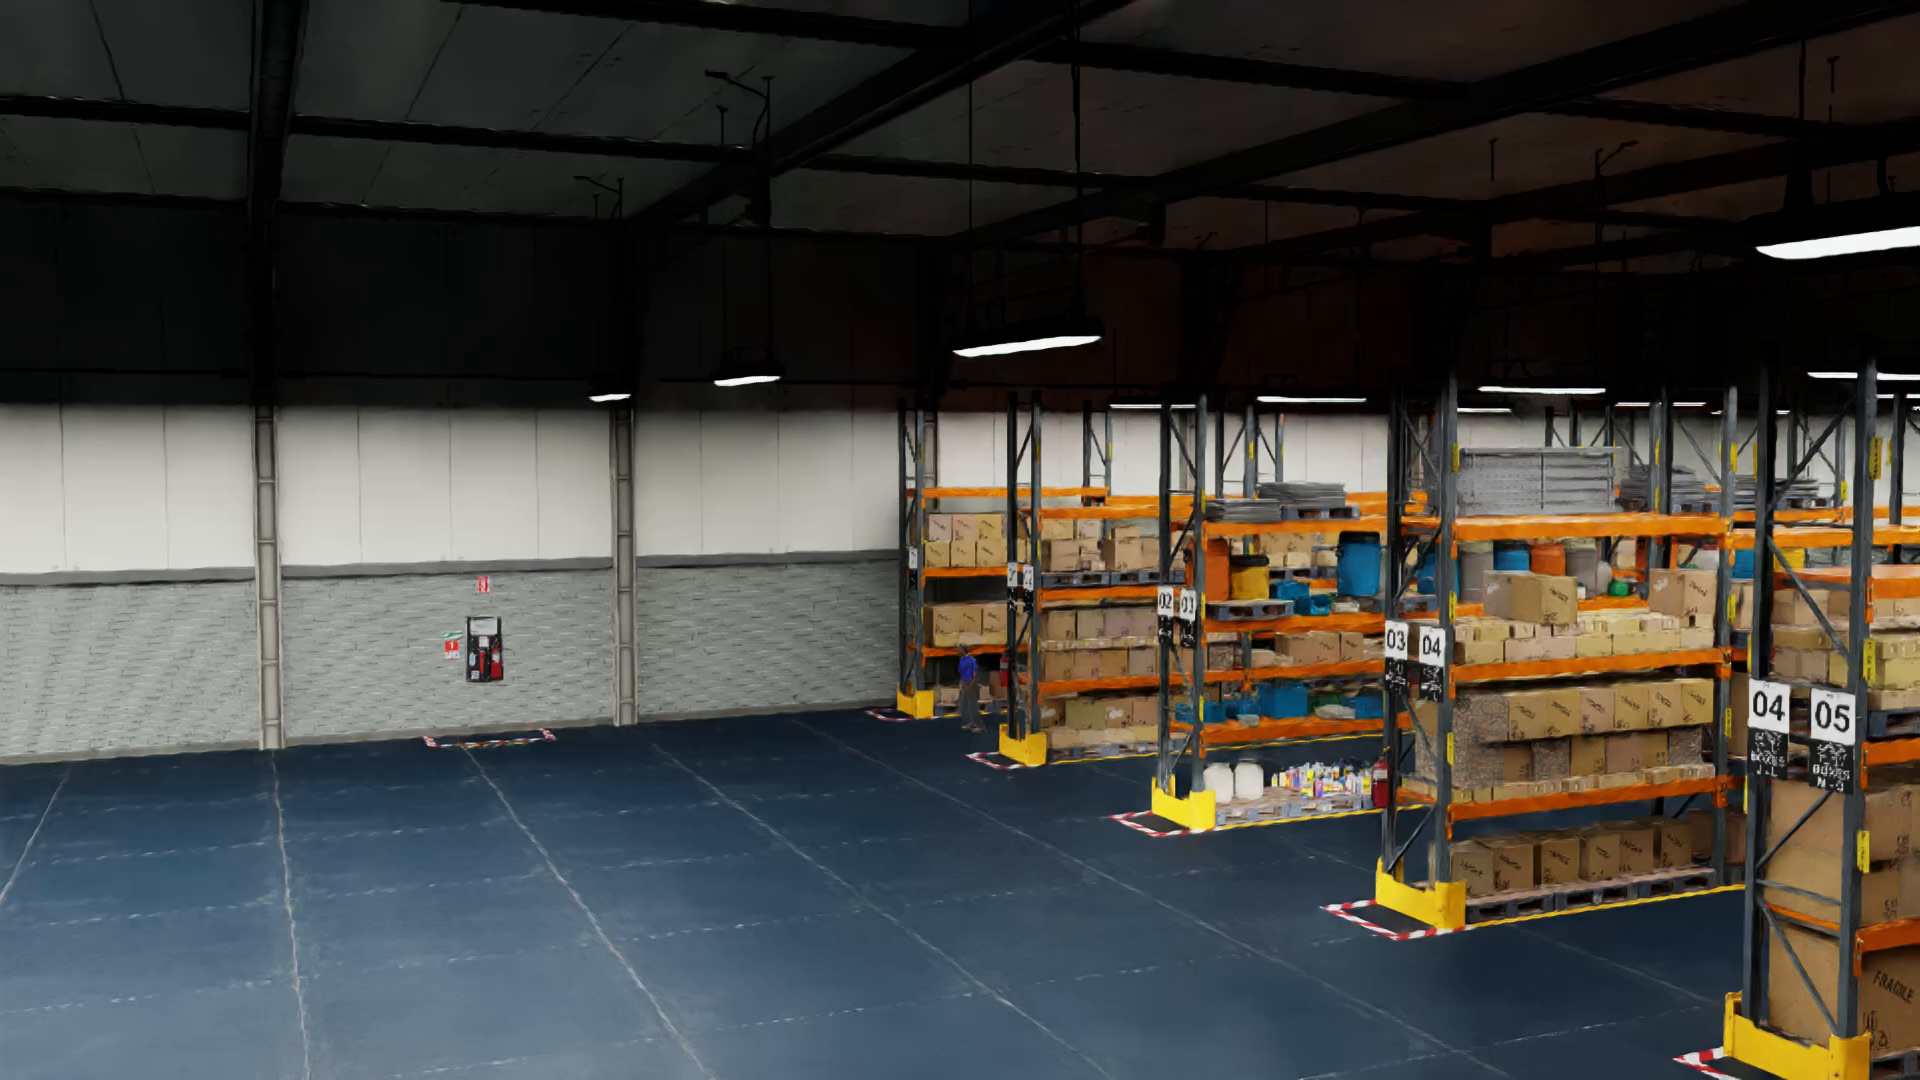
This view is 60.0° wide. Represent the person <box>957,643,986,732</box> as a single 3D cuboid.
[{"bbox_3d":[0.180,2.626,29.776,0.518,1.604,0.592,-2,4,-25],"label":"person"}]
